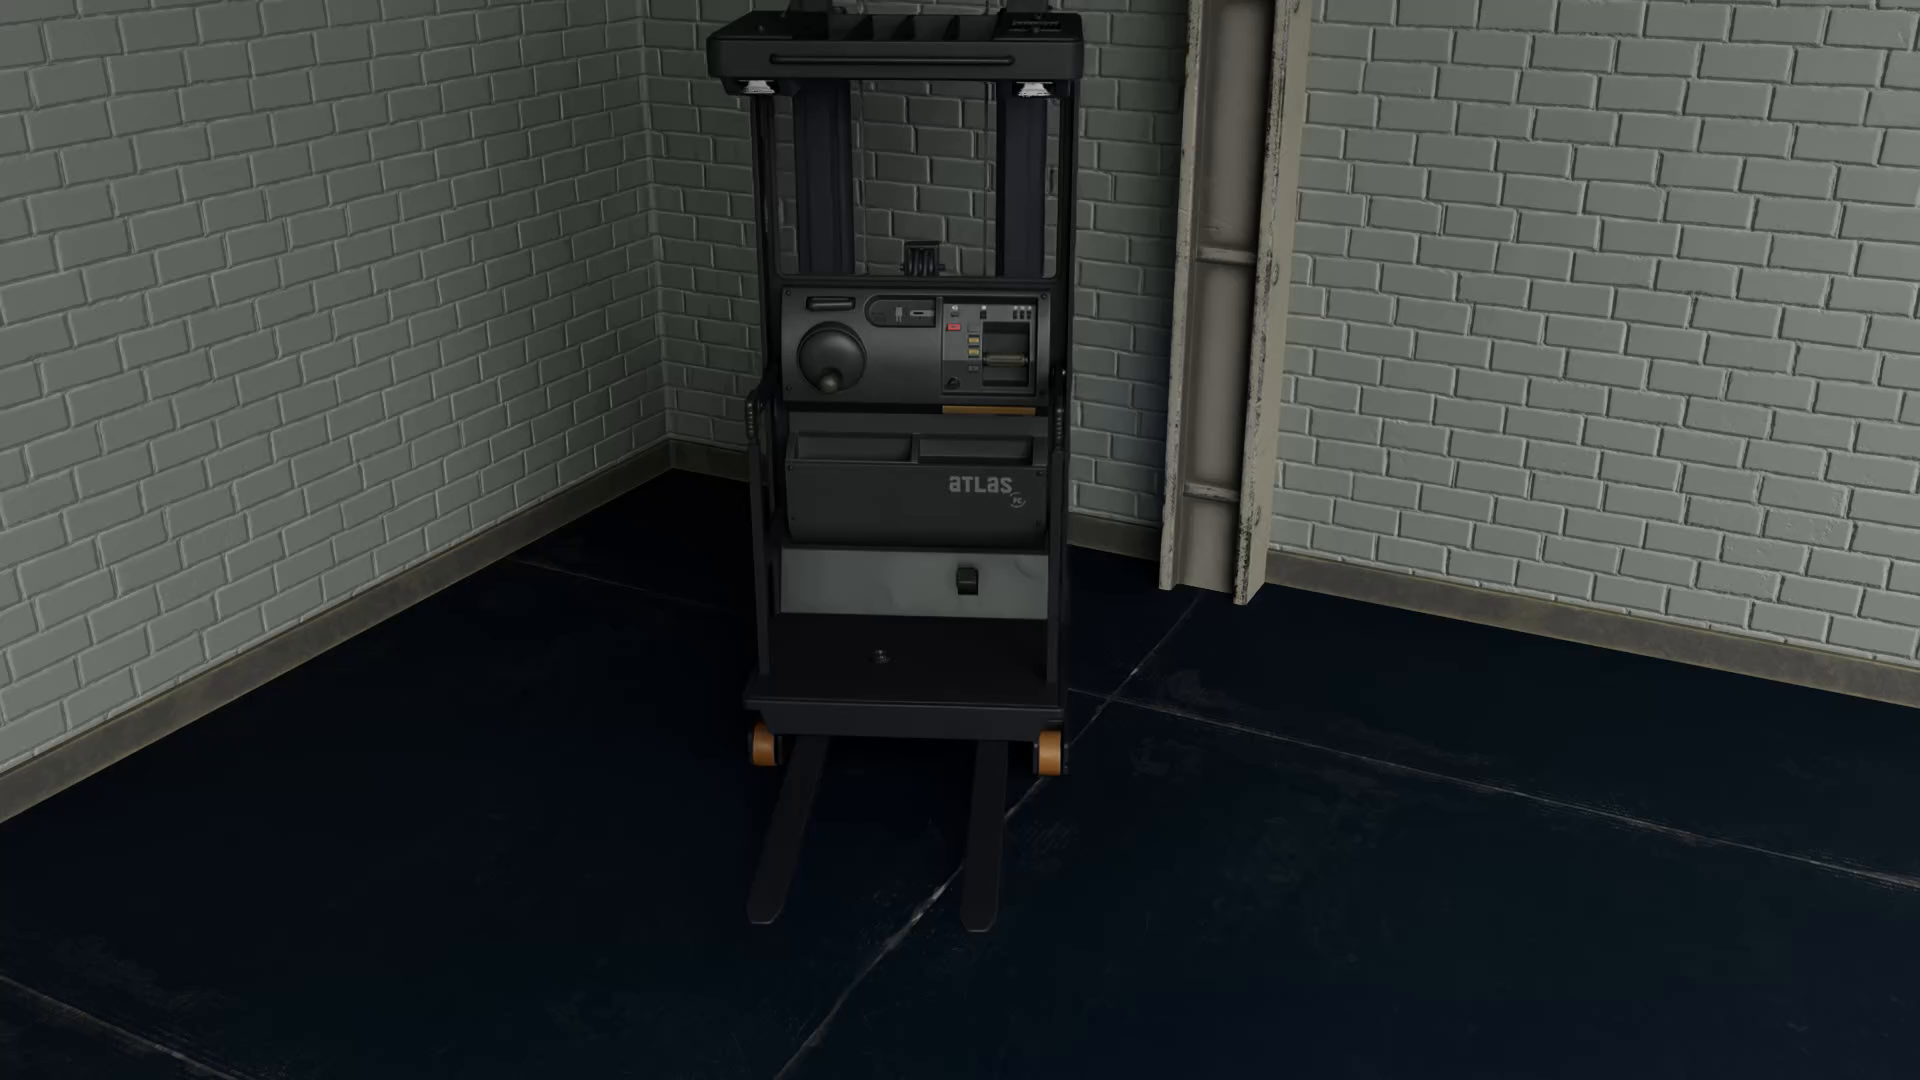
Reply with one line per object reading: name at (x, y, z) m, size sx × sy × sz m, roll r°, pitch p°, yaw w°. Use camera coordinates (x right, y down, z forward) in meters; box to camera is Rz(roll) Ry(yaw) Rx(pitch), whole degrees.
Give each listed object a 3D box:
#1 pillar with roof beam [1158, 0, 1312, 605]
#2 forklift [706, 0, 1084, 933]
pillar with roof beam at (-0.834, -2.447, 2.004) m, size 0.400 × 9.000 × 9.100 m, roll 11°, pitch 25°, yaw 25°
forklift at (-0.164, -0.655, 5.545) m, size 1.130 × 2.935 × 3.031 m, roll 1°, pitch 23°, yaw 3°
